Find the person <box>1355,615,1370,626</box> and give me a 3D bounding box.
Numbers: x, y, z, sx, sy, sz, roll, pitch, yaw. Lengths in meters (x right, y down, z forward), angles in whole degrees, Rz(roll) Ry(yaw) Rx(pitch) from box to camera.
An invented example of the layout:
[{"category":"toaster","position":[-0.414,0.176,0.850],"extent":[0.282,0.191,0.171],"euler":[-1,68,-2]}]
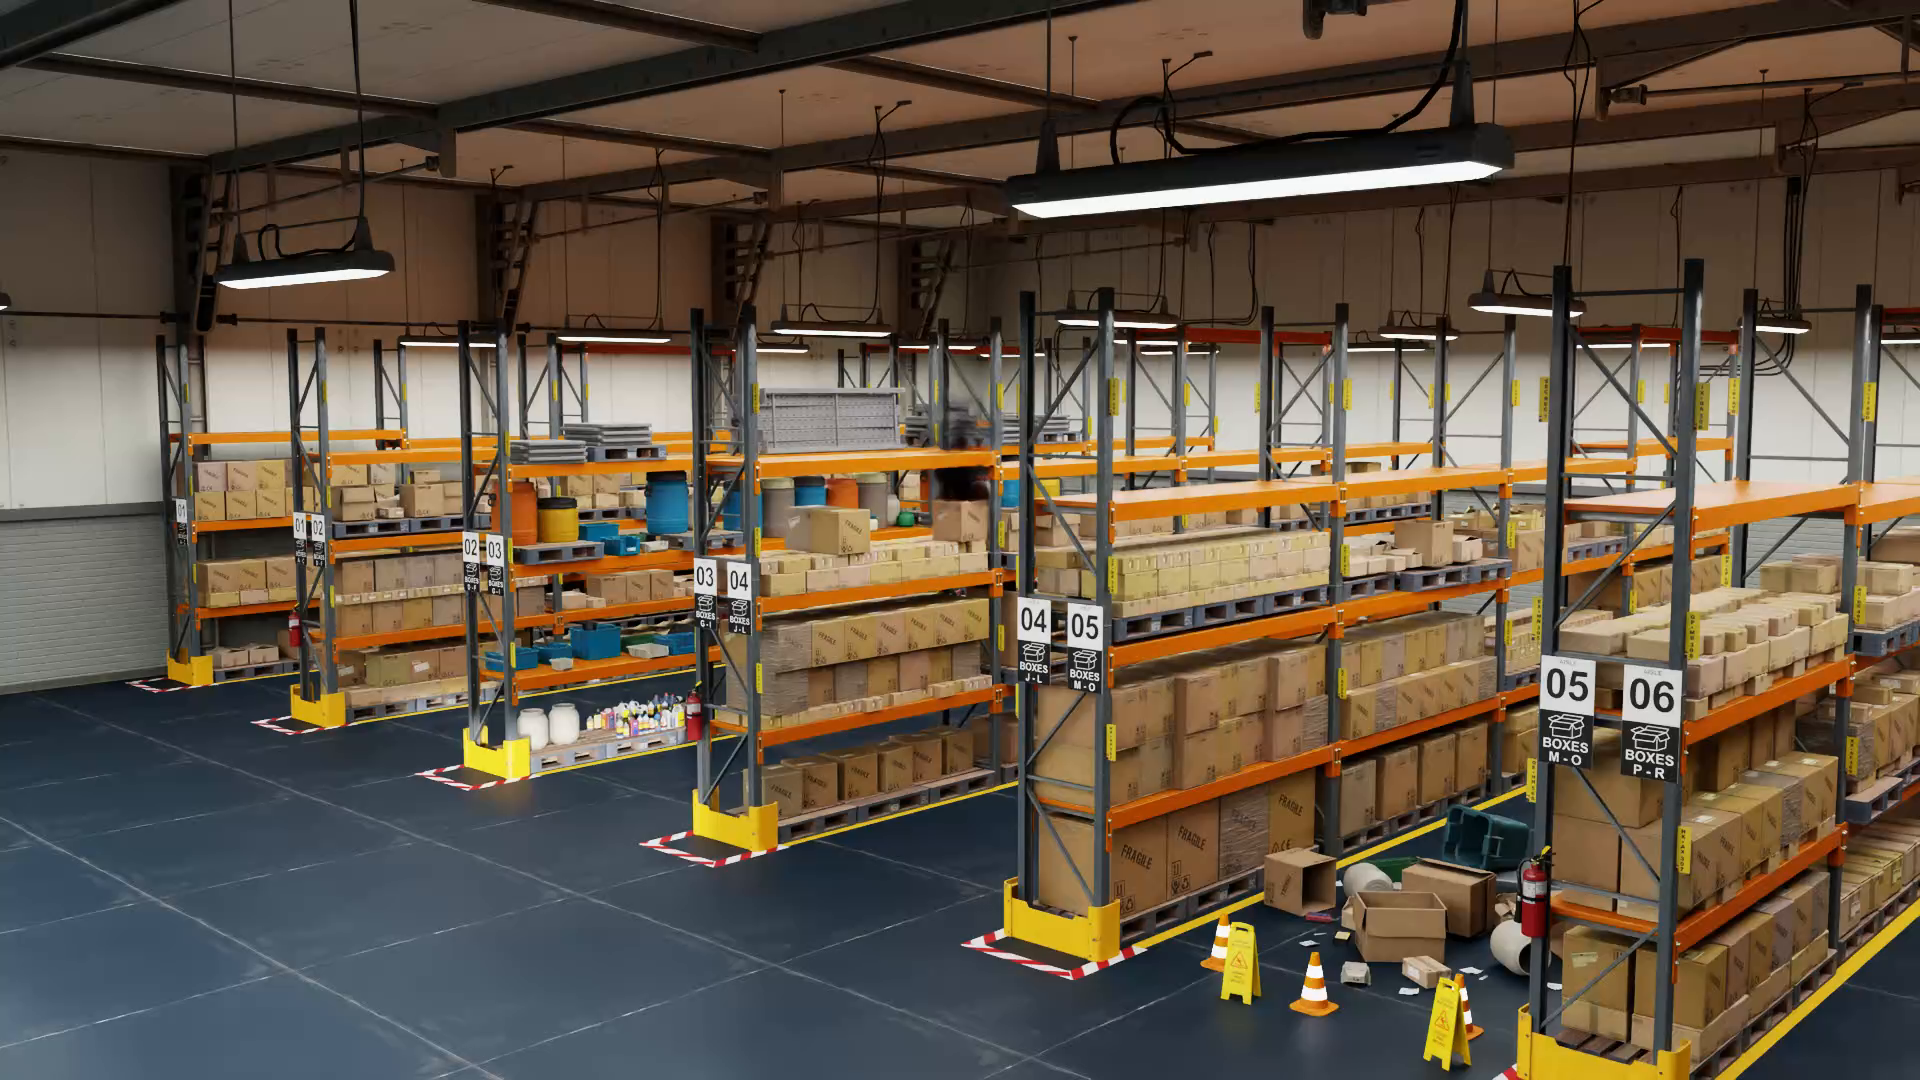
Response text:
[{"category":"person","position":[6.157,1.930,25.576],"extent":[0.579,1.669,0.612],"euler":[5,7,40]}]
